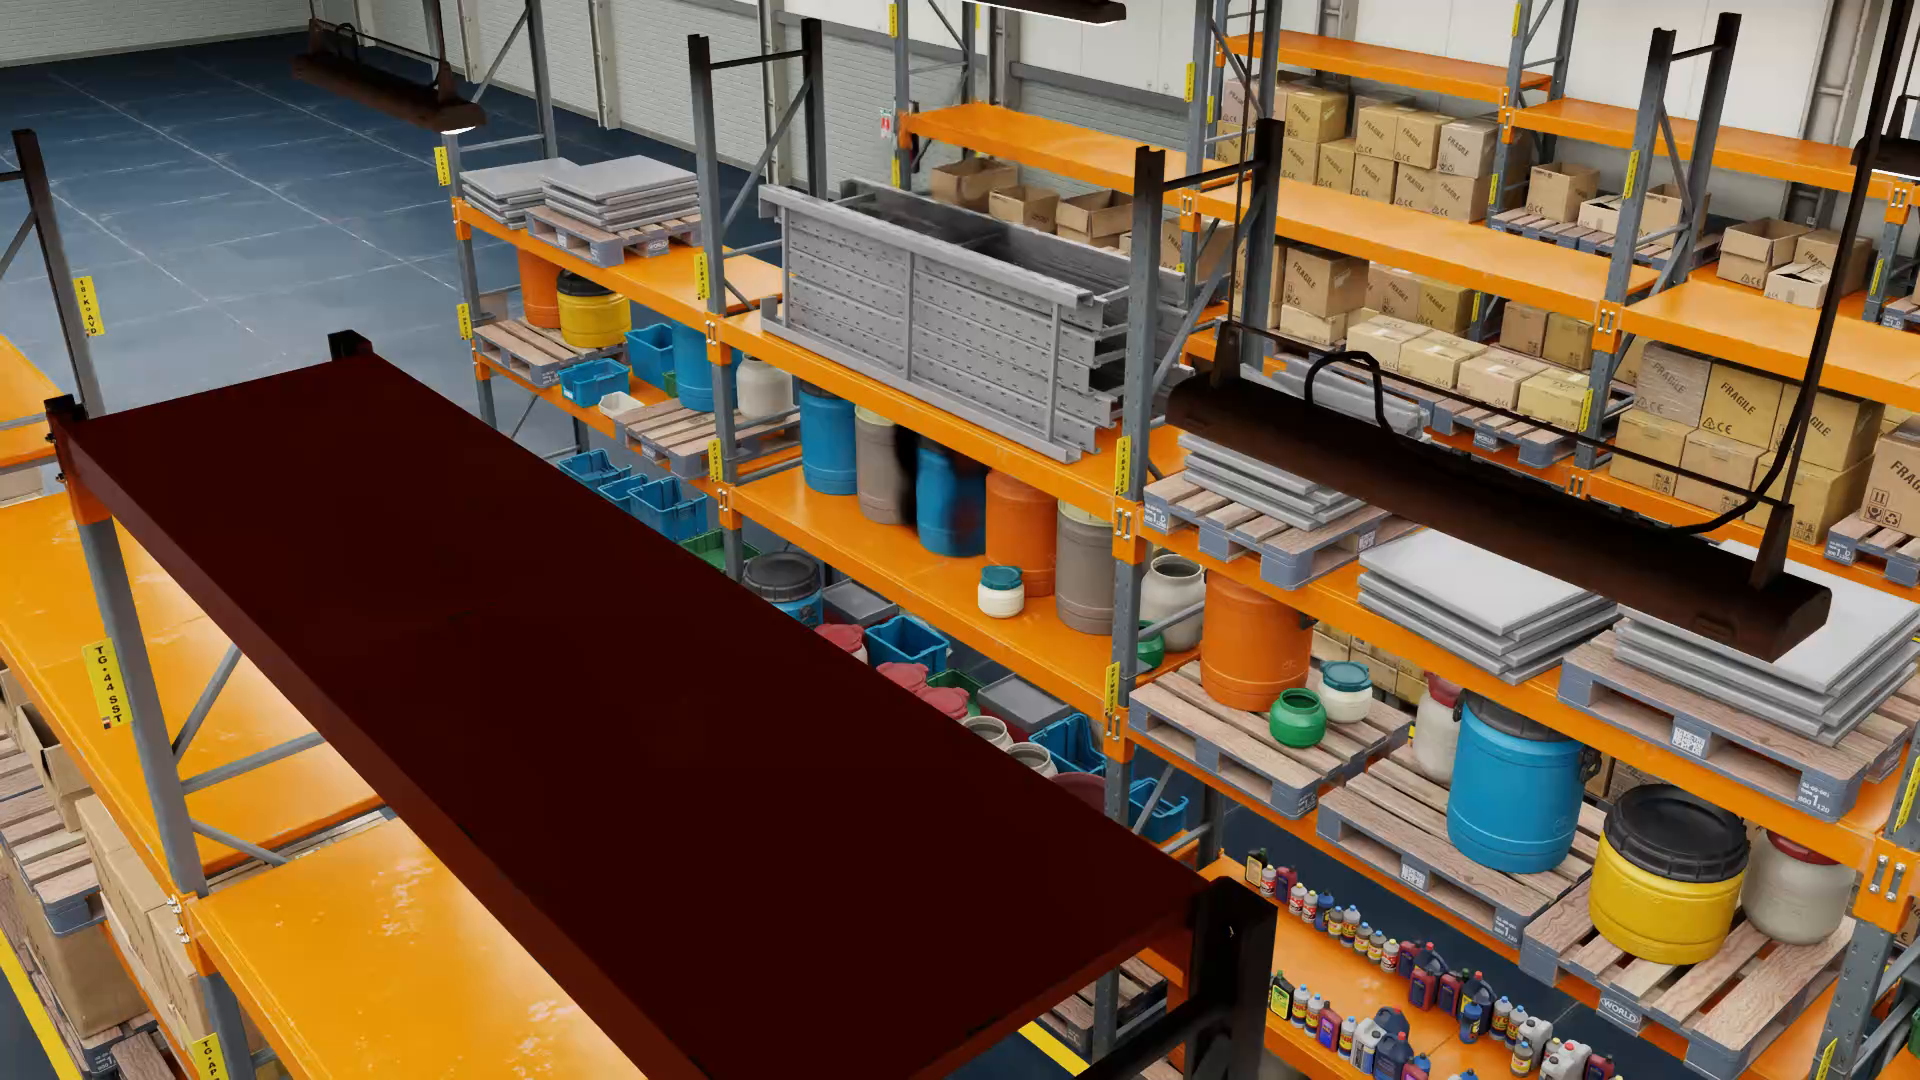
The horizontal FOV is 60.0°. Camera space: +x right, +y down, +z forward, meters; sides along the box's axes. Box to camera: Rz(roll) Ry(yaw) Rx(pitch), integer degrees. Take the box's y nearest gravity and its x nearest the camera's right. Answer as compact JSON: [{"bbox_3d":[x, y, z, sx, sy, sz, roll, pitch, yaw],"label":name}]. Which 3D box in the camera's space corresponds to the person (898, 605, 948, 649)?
[{"bbox_3d":[-0.409,0.334,15.051,0.836,1.669,0.624,22,34,36],"label":"person"}]

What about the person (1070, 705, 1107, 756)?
[{"bbox_3d":[1.015,1.188,13.422,0.555,1.725,0.761,-20,33,-33],"label":"person"}]
